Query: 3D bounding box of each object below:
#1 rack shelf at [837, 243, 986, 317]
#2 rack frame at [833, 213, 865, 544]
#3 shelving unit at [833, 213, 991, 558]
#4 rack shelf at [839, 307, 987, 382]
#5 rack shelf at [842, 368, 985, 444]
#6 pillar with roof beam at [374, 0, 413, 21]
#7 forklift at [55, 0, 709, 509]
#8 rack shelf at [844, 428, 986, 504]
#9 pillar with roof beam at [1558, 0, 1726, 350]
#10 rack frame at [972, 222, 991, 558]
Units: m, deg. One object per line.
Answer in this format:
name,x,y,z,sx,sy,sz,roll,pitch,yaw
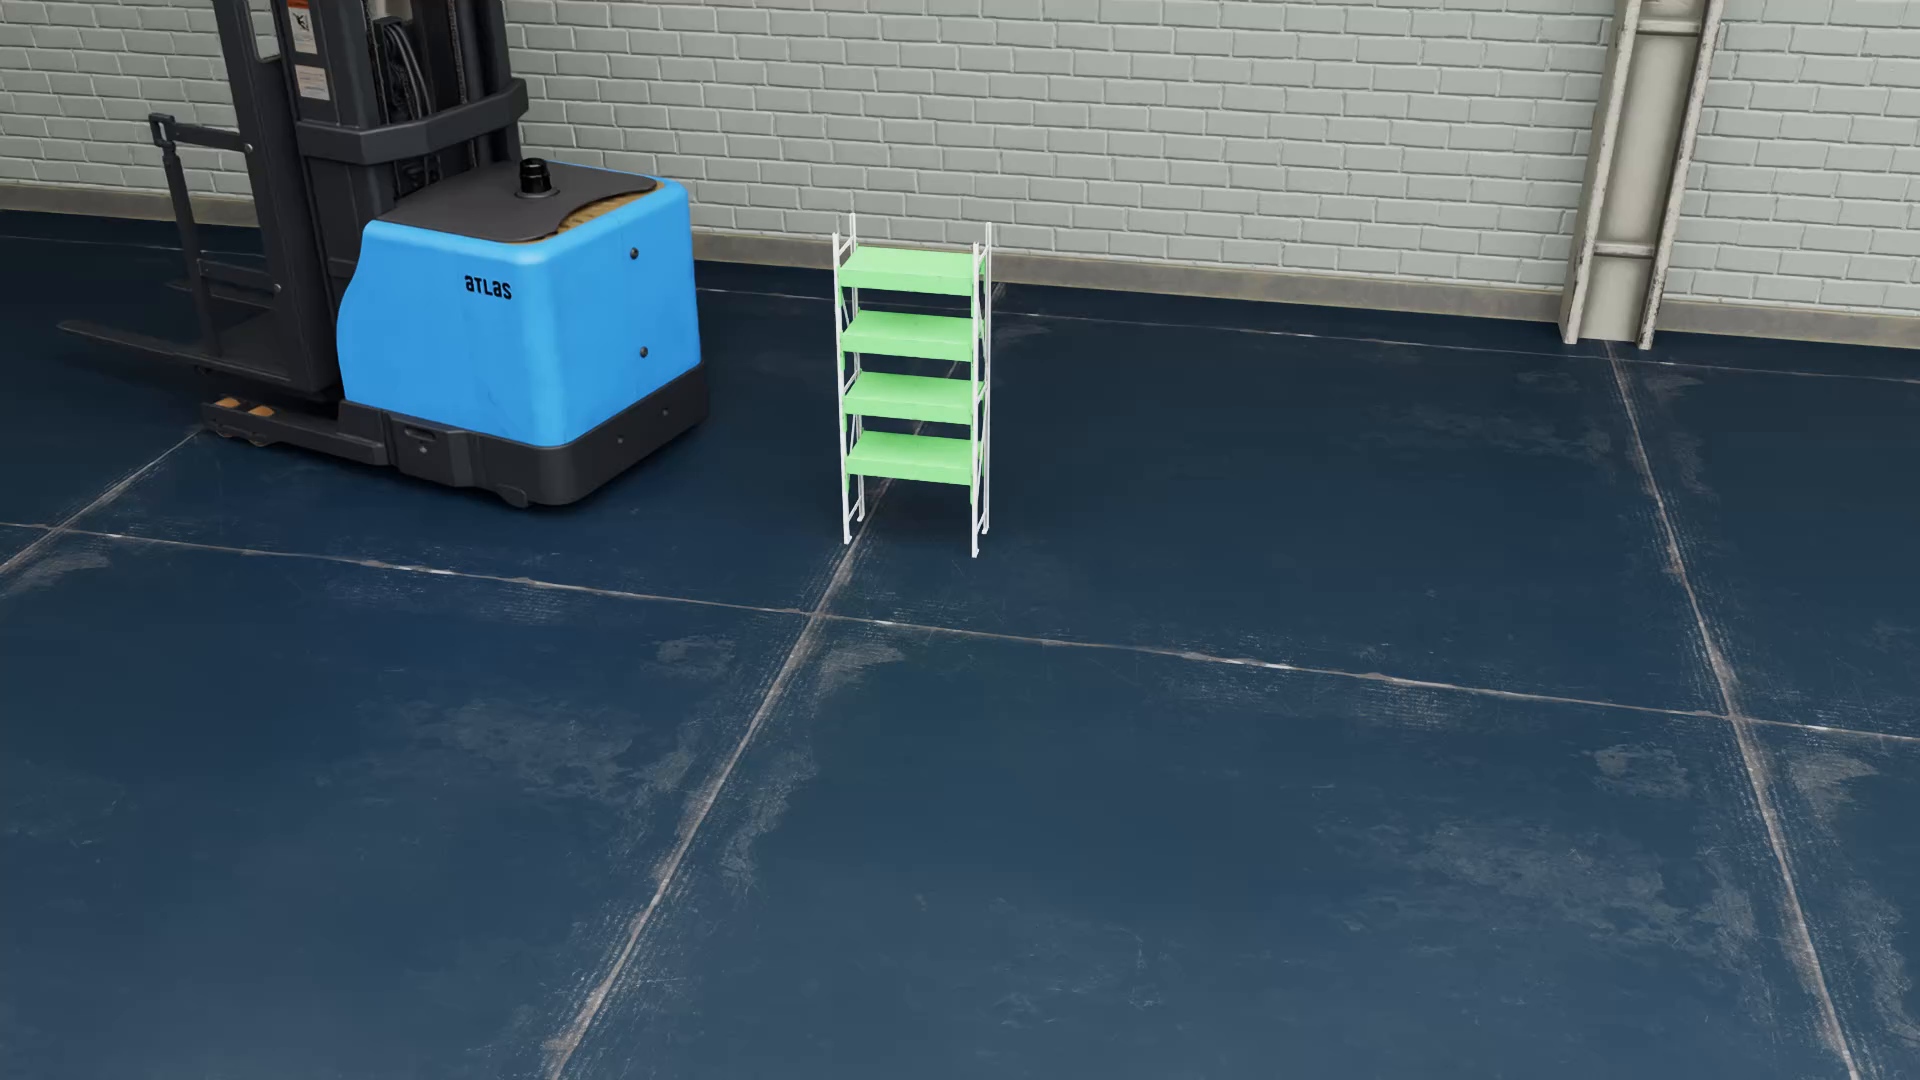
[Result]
rack shelf,-0.162,-0.908,5.792,0.480,0.148,0.258,6,29,11
rack frame,-0.401,-0.567,6.037,0.015,1.200,0.240,6,29,11
shelving unit,-0.162,-0.543,5.992,0.503,1.200,0.258,6,29,11
rack shelf,-0.162,-0.697,5.908,0.480,0.148,0.258,6,29,11
rack shelf,-0.162,-0.487,6.023,0.480,0.148,0.258,6,29,11
pillar with roof beam,-3.645,-3.524,3.315,0.400,9.000,9.100,6,29,11
forklift,-2.622,-1.887,6.644,3.031,2.935,1.130,13,31,23
rack shelf,-0.162,-0.276,6.138,0.480,0.148,0.258,6,29,11
pillar with roof beam,2.223,-2.922,2.216,0.400,9.000,9.100,6,29,11
rack frame,0.077,-0.518,5.947,0.015,1.200,0.240,6,29,11
